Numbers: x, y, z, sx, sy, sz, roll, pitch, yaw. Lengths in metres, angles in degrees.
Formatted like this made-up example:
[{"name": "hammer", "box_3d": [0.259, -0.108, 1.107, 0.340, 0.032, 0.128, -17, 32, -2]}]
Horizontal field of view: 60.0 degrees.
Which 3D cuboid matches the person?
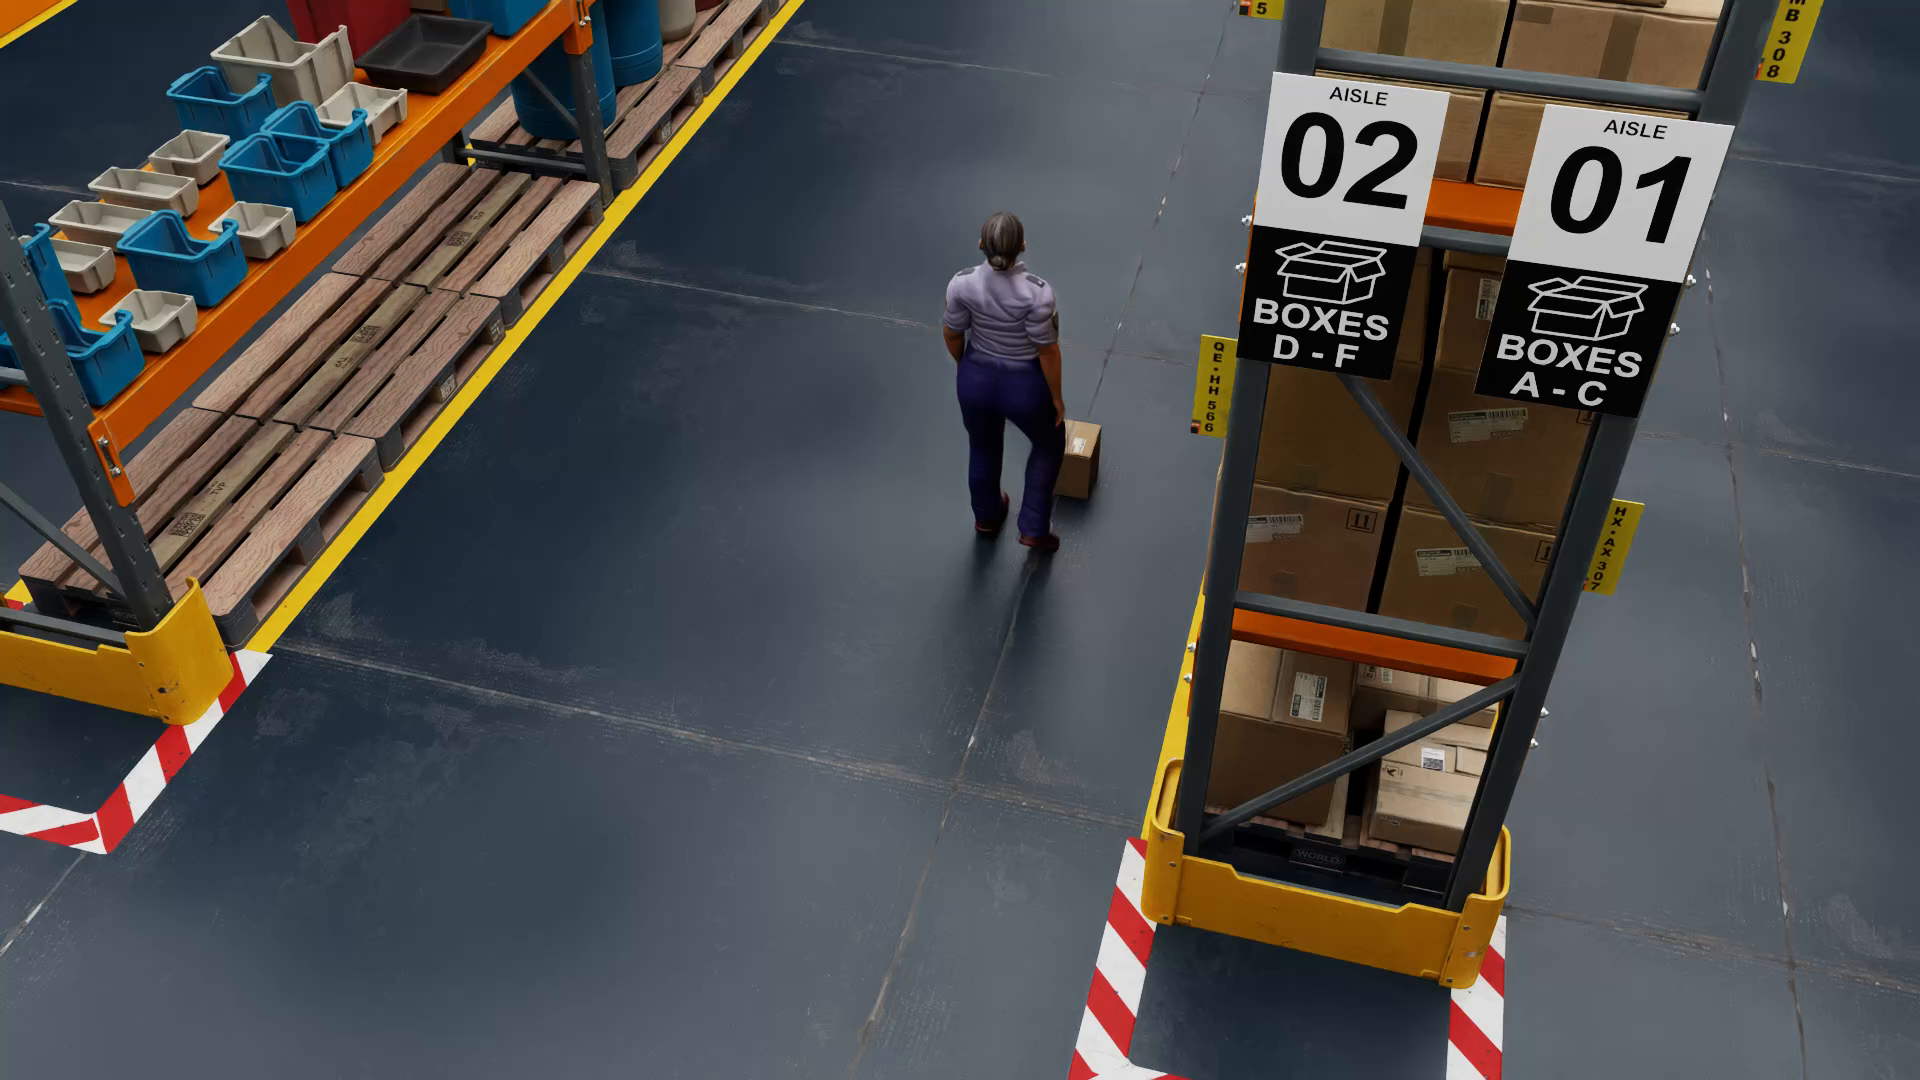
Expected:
[{"name": "person", "box_3d": [0.202, -0.645, 6.913, 0.522, 1.714, 0.439, 12, 43, 14]}]
